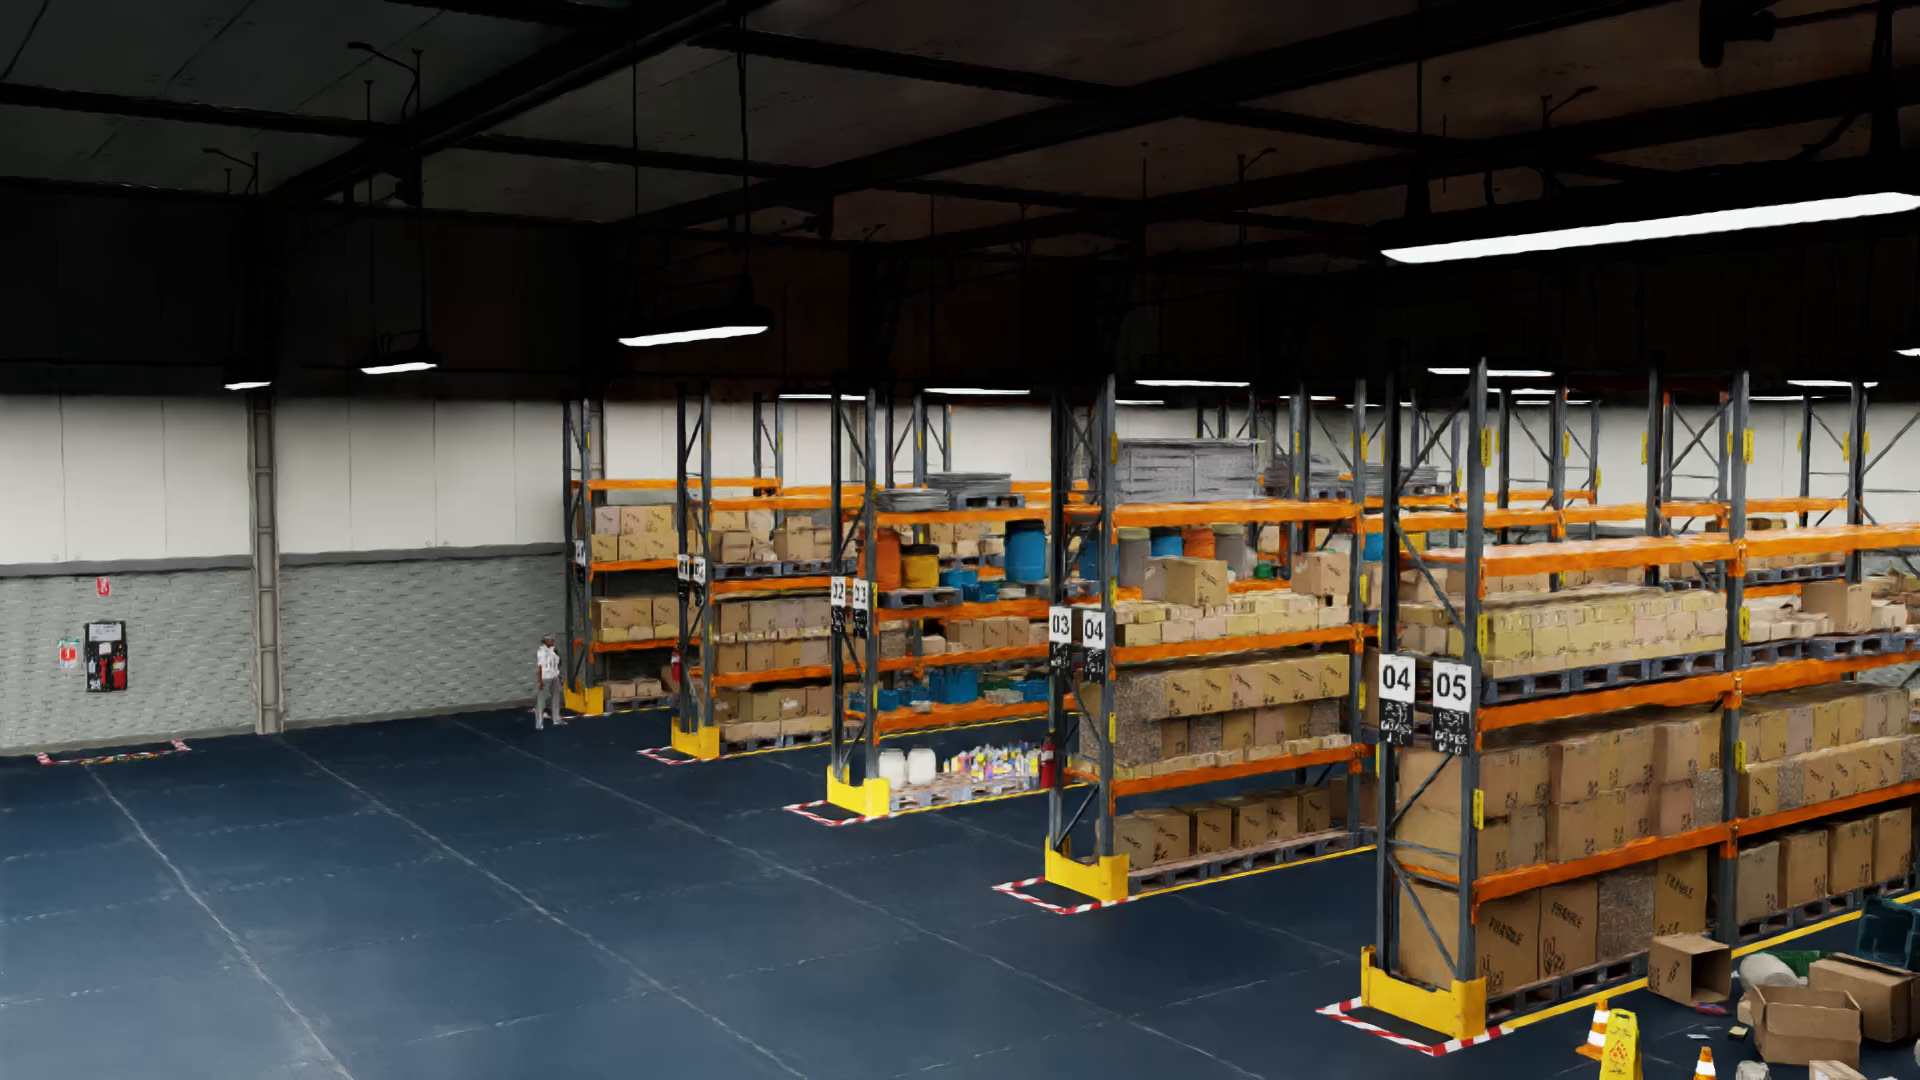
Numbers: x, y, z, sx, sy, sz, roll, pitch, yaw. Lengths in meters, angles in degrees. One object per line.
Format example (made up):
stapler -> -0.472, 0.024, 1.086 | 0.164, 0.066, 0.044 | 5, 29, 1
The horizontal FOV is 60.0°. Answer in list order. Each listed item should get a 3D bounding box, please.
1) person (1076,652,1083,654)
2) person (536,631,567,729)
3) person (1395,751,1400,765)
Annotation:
person -> 2.471, 2.187, 33.757 | 1.110, 1.590, 0.448 | -2, 4, -32
person -> -7.194, 2.442, 29.159 | 0.440, 1.683, 0.551 | 2, 4, 29
person -> 6.260, 2.825, 23.914 | 1.090, 1.583, 0.497 | -2, 4, -32
